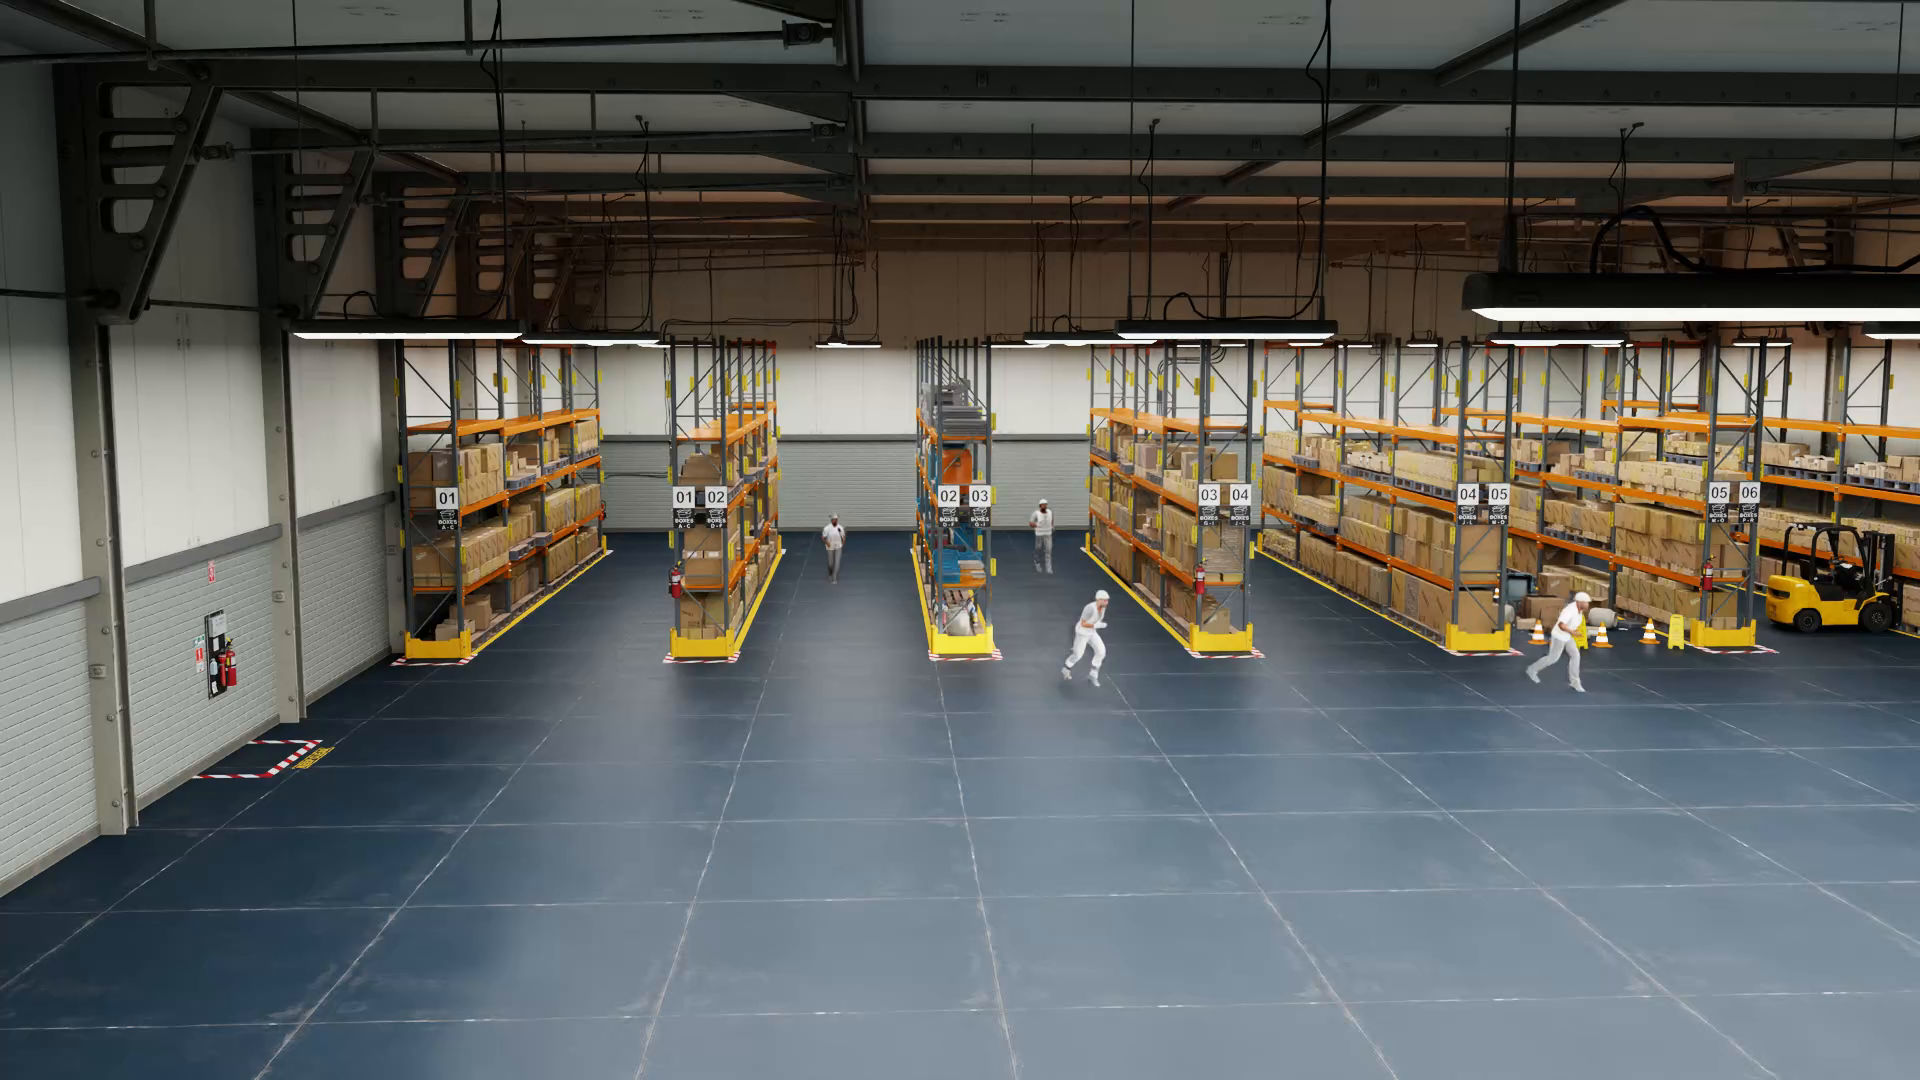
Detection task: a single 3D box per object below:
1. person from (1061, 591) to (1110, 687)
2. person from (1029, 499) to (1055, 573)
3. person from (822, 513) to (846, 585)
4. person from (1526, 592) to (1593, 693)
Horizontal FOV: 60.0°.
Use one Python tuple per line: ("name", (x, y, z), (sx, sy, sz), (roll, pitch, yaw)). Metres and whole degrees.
("person", (2.173, 1.680, 28.565), (1.010, 1.710, 0.707), (6, 9, 41))
("person", (2.036, -0.084, 40.690), (0.684, 1.833, 0.905), (-2, 7, -14))
("person", (-2.928, 0.200, 38.812), (0.562, 1.667, 0.516), (-2, 7, -13))
("person", (10.169, 1.706, 28.230), (1.056, 1.716, 0.743), (5, 8, 35))
